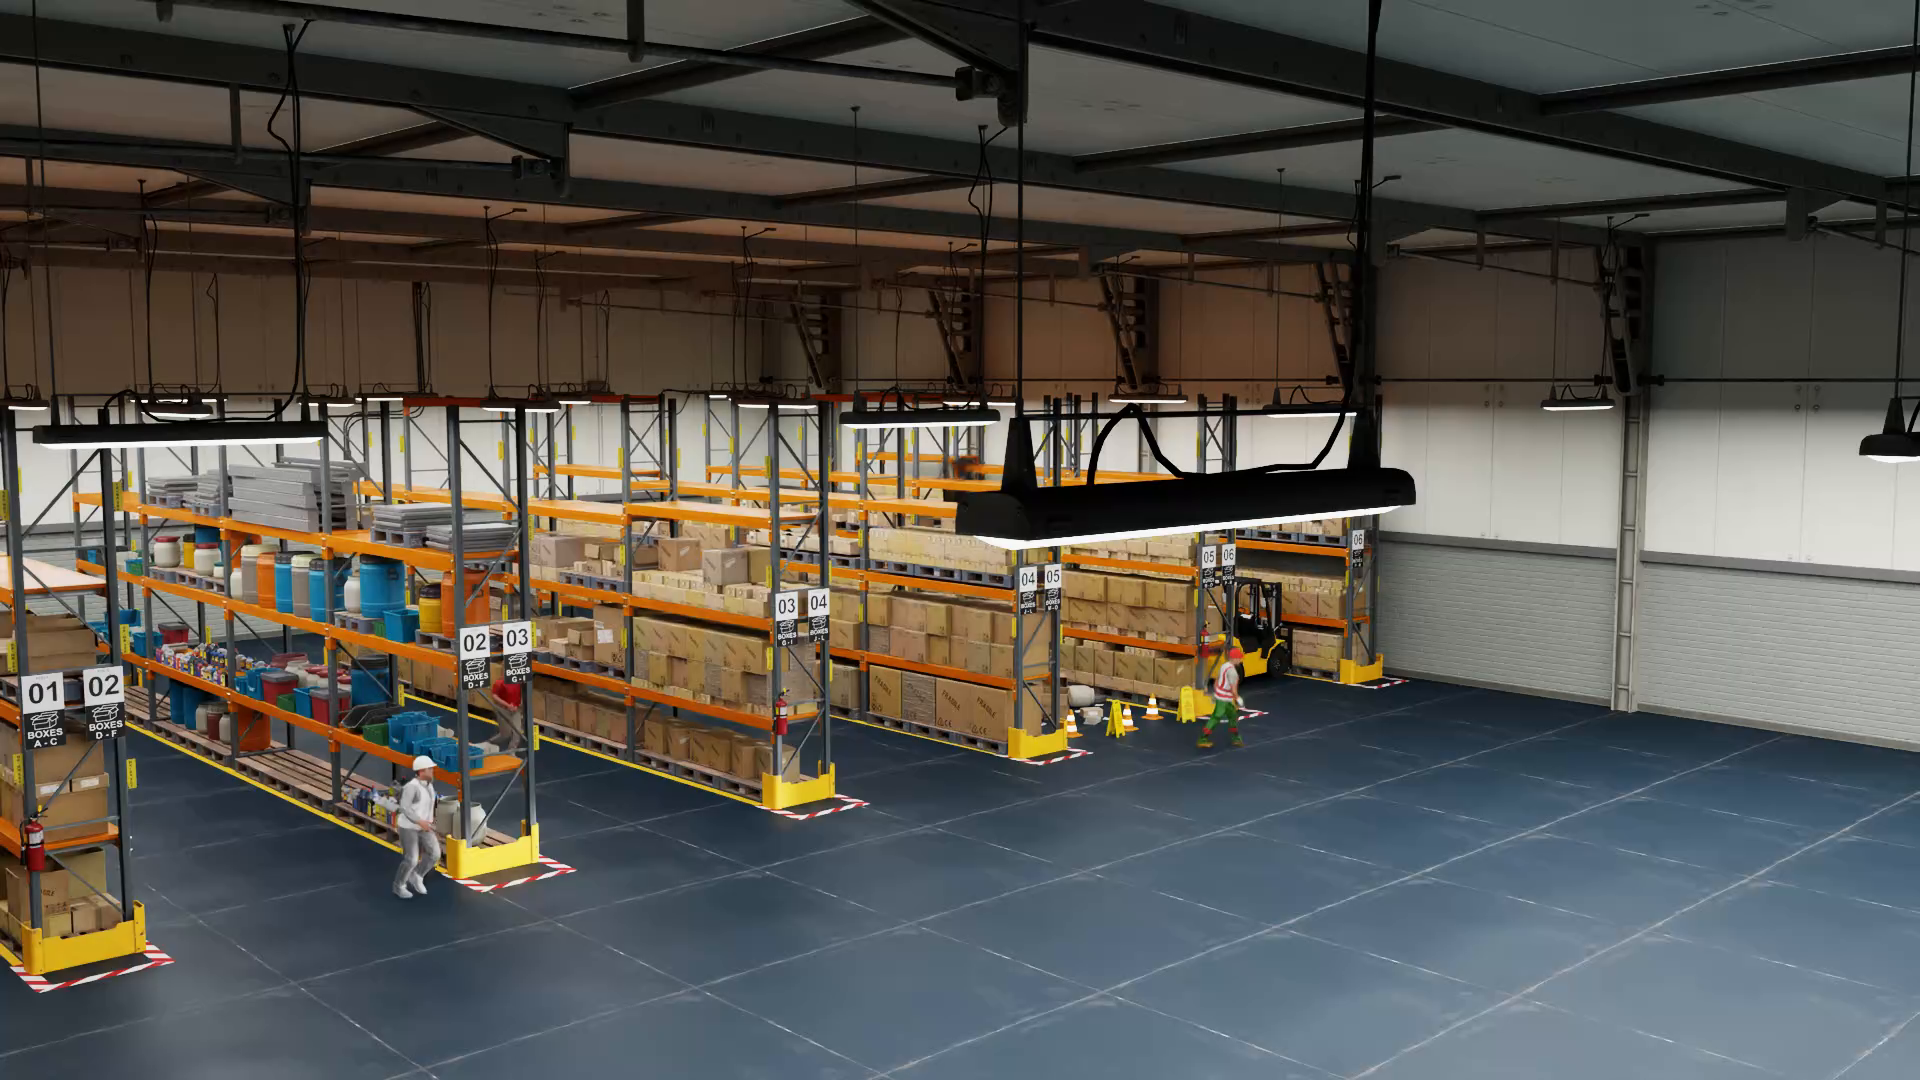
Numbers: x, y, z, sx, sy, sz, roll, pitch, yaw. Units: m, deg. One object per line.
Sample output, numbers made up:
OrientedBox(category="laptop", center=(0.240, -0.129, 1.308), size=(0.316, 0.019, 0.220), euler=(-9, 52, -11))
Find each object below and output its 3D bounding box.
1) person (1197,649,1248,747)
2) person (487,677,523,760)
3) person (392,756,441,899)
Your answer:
OrientedBox(category="person", center=(4.513, 2.736, 28.447), size=(0.903, 1.779, 0.635), euler=(0, 6, 5))
OrientedBox(category="person", center=(-7.536, 2.844, 27.604), size=(0.776, 1.678, 0.659), euler=(4, 7, 35))
OrientedBox(category="person", center=(-6.647, 3.506, 20.371), size=(0.614, 1.745, 0.705), euler=(2, 6, 17))
